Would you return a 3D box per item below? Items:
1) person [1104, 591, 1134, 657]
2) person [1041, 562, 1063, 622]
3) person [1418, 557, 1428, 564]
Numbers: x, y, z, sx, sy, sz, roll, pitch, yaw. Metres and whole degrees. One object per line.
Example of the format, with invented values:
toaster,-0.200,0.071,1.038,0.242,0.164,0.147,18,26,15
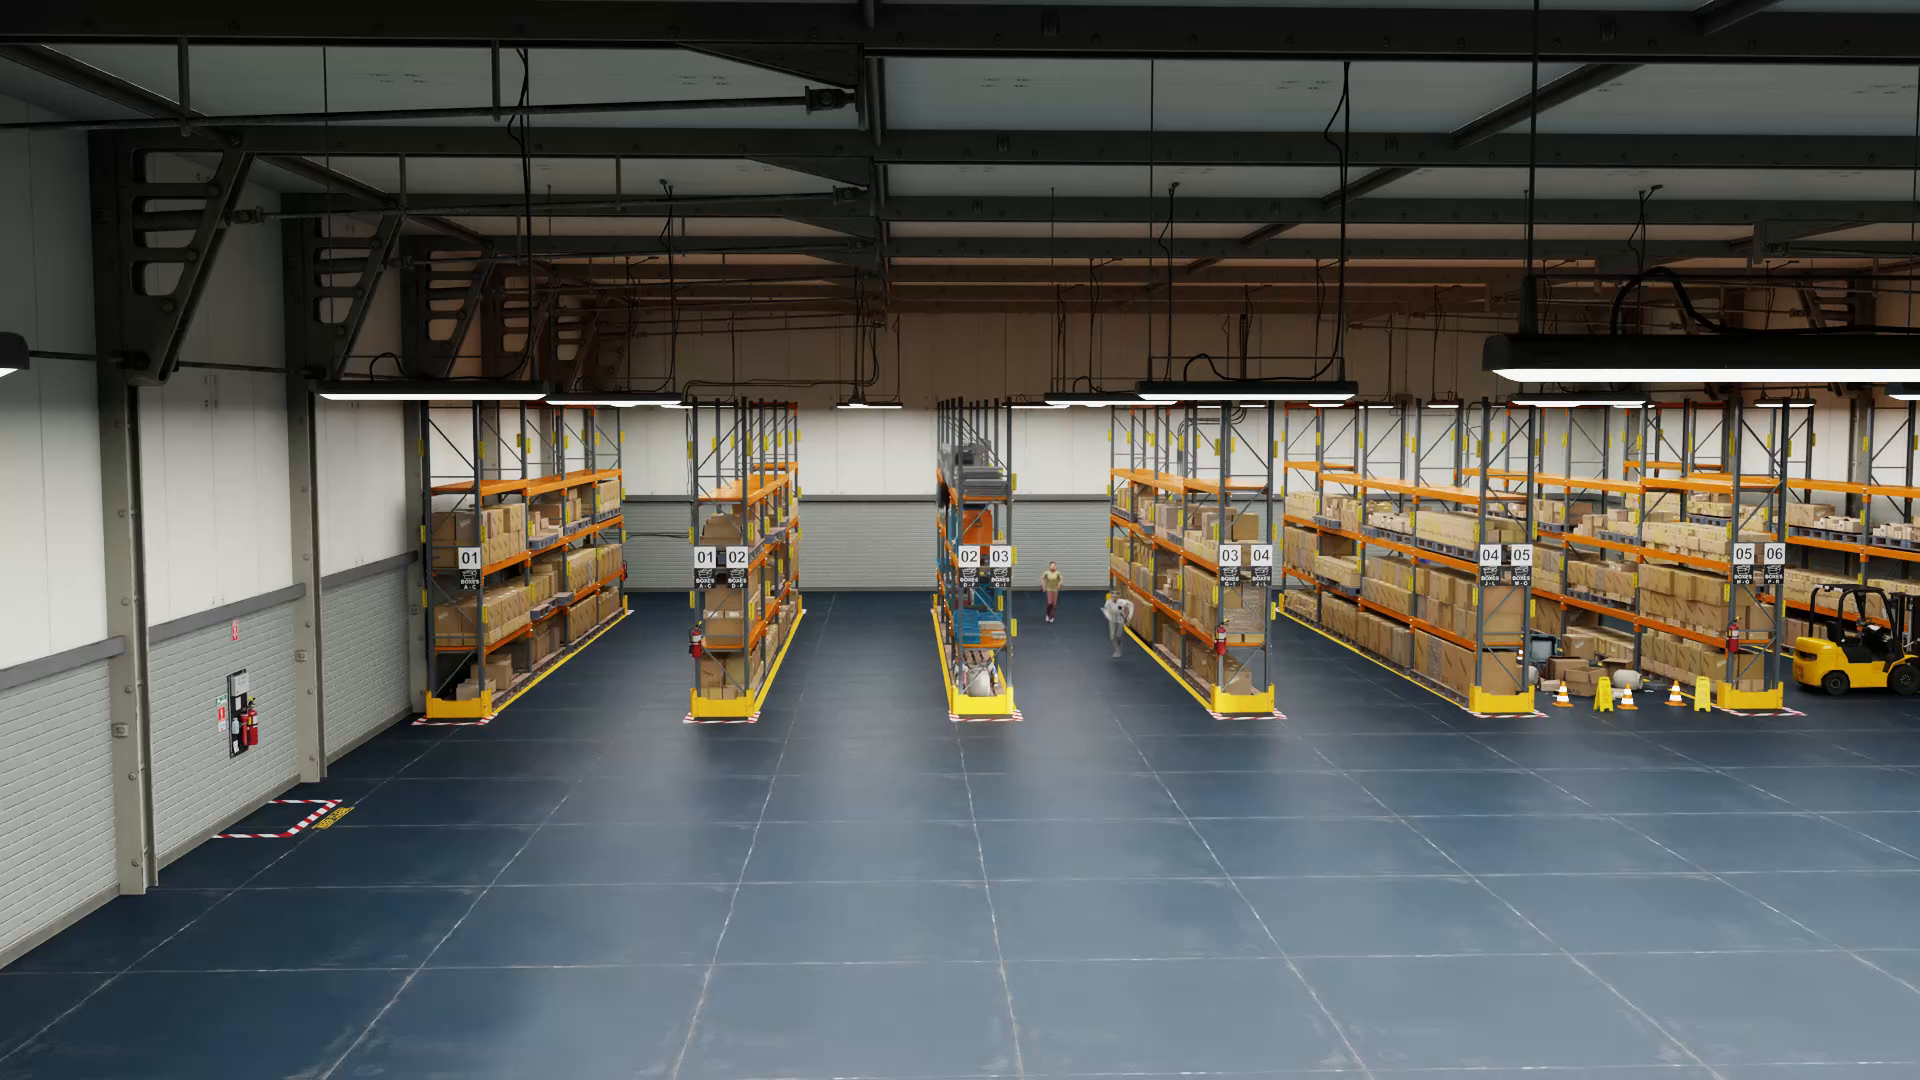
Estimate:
person,3.506,1.854,36.738,0.648,1.516,0.765,1,5,13
person,2.519,1.406,45.191,0.578,1.648,0.618,-1,4,-7
person,14.056,0.994,50.475,0.838,1.634,0.581,-1,5,-16
